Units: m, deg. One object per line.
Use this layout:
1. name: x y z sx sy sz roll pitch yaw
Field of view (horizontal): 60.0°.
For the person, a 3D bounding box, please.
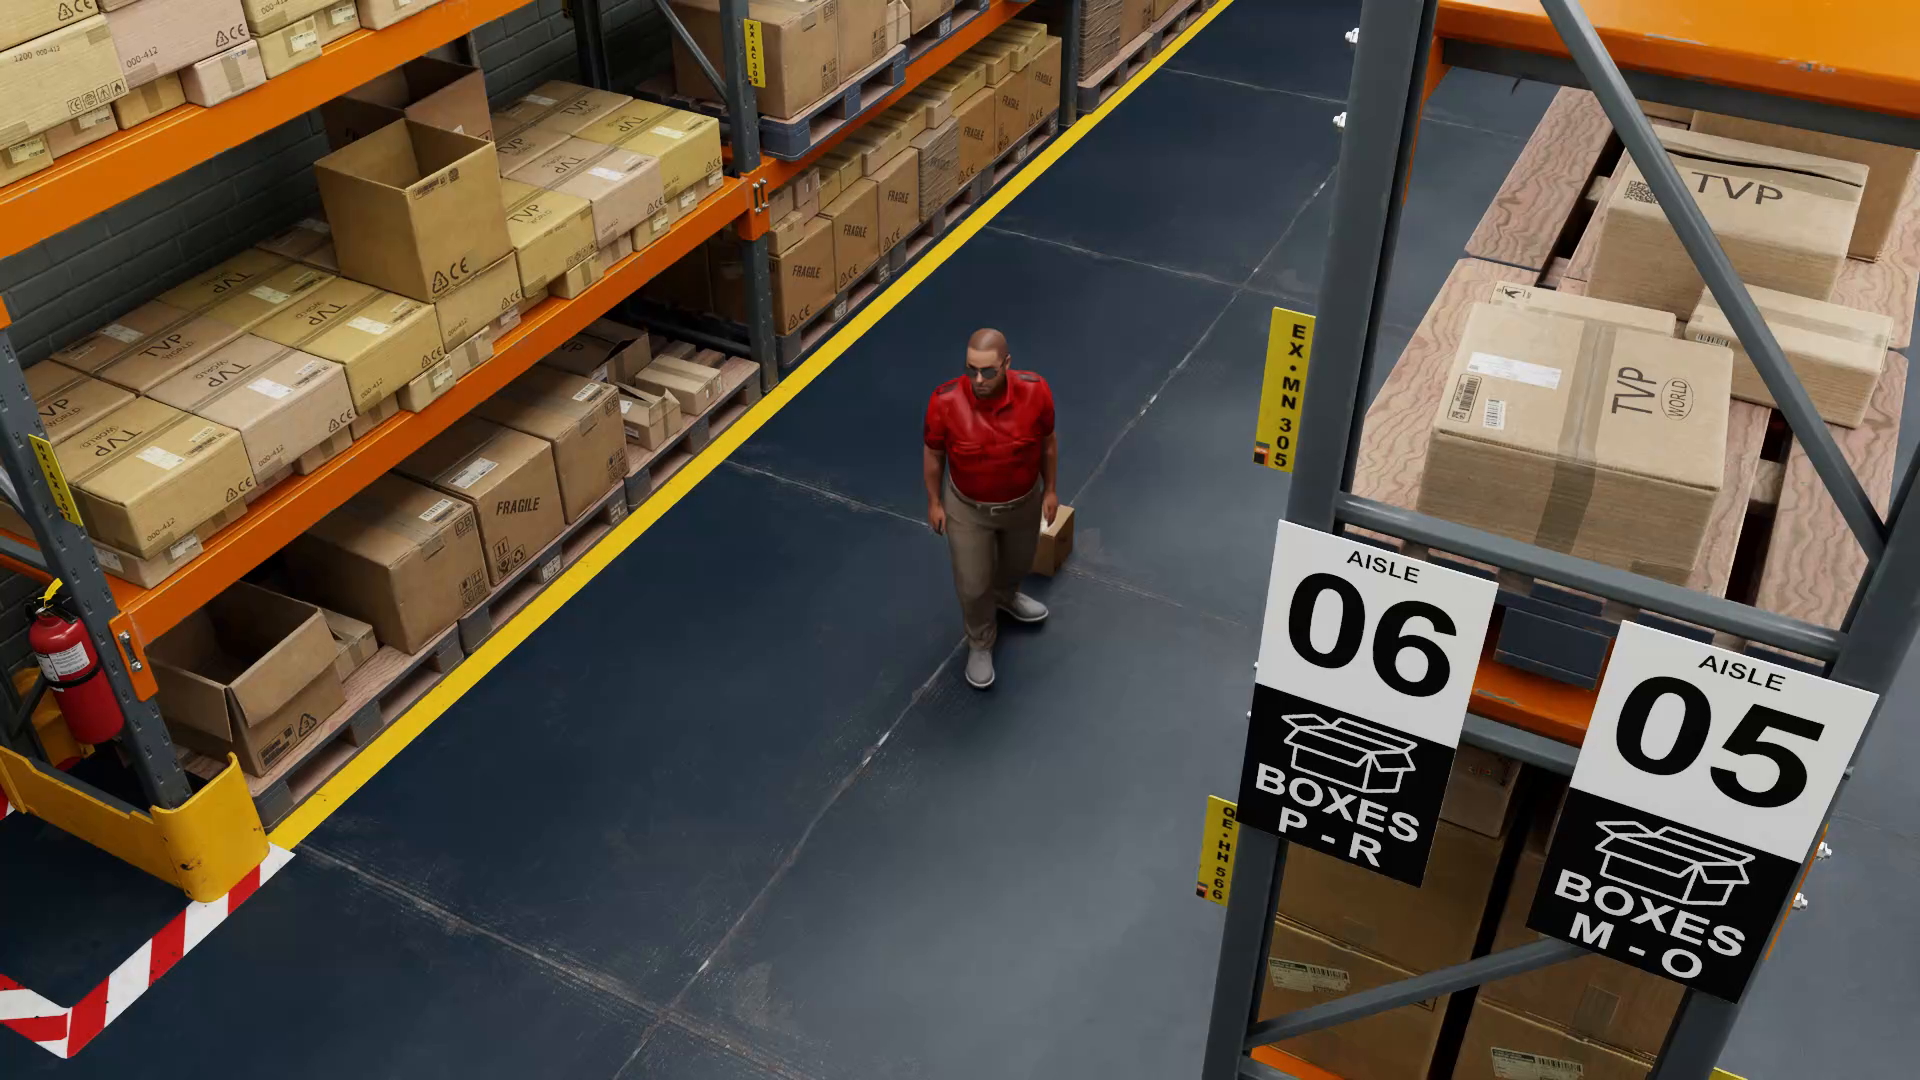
1. person: 0.147 -0.401 6.738 0.569 1.042 0.316 -7 38 -9
